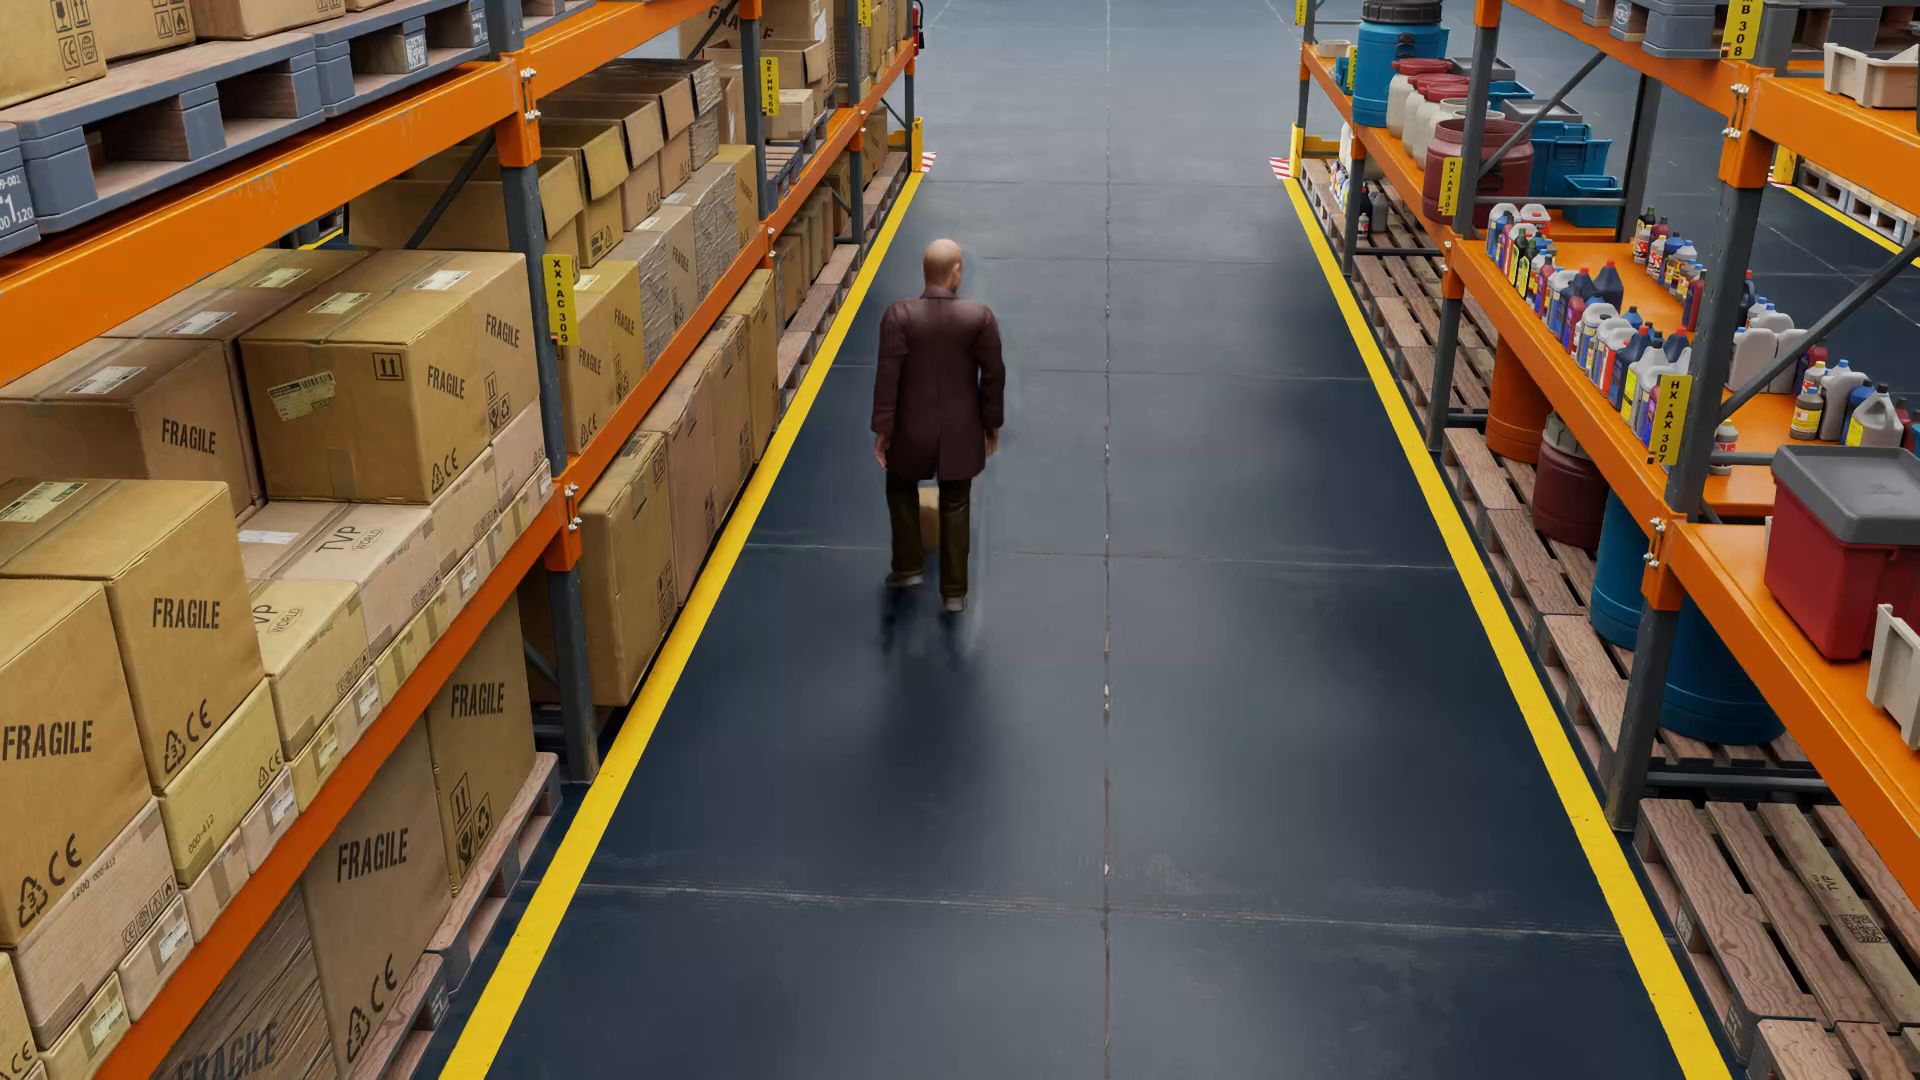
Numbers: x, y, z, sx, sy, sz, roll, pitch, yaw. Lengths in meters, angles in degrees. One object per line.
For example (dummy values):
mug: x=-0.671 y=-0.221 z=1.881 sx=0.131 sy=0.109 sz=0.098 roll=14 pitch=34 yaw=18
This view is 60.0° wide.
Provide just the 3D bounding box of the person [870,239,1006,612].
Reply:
person: x=-0.113 y=-0.521 z=7.791 sx=0.625 sy=1.824 sz=0.540 roll=-2 pitch=24 yaw=-5
